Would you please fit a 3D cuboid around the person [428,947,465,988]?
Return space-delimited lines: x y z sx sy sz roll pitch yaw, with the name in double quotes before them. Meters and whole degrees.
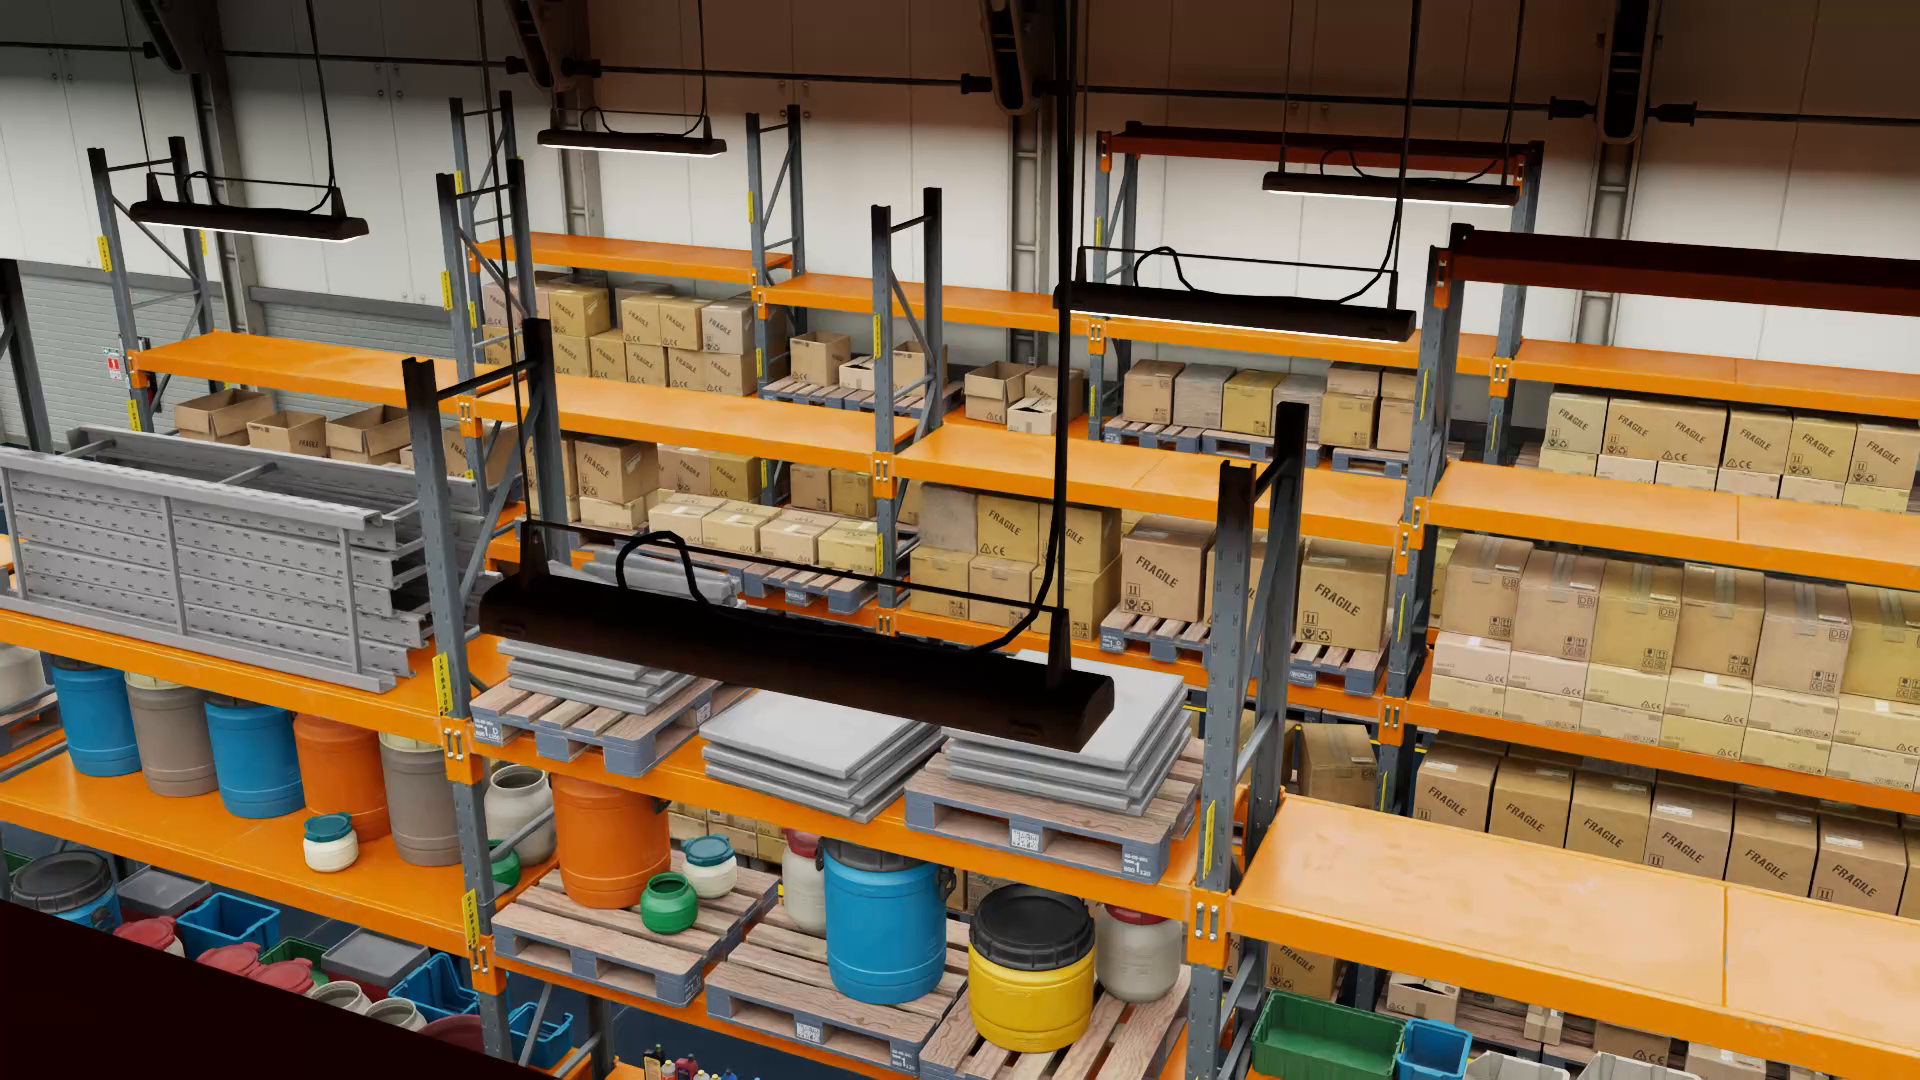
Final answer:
"person" -3.852 2.988 12.510 0.455 1.579 0.498 18 27 39
